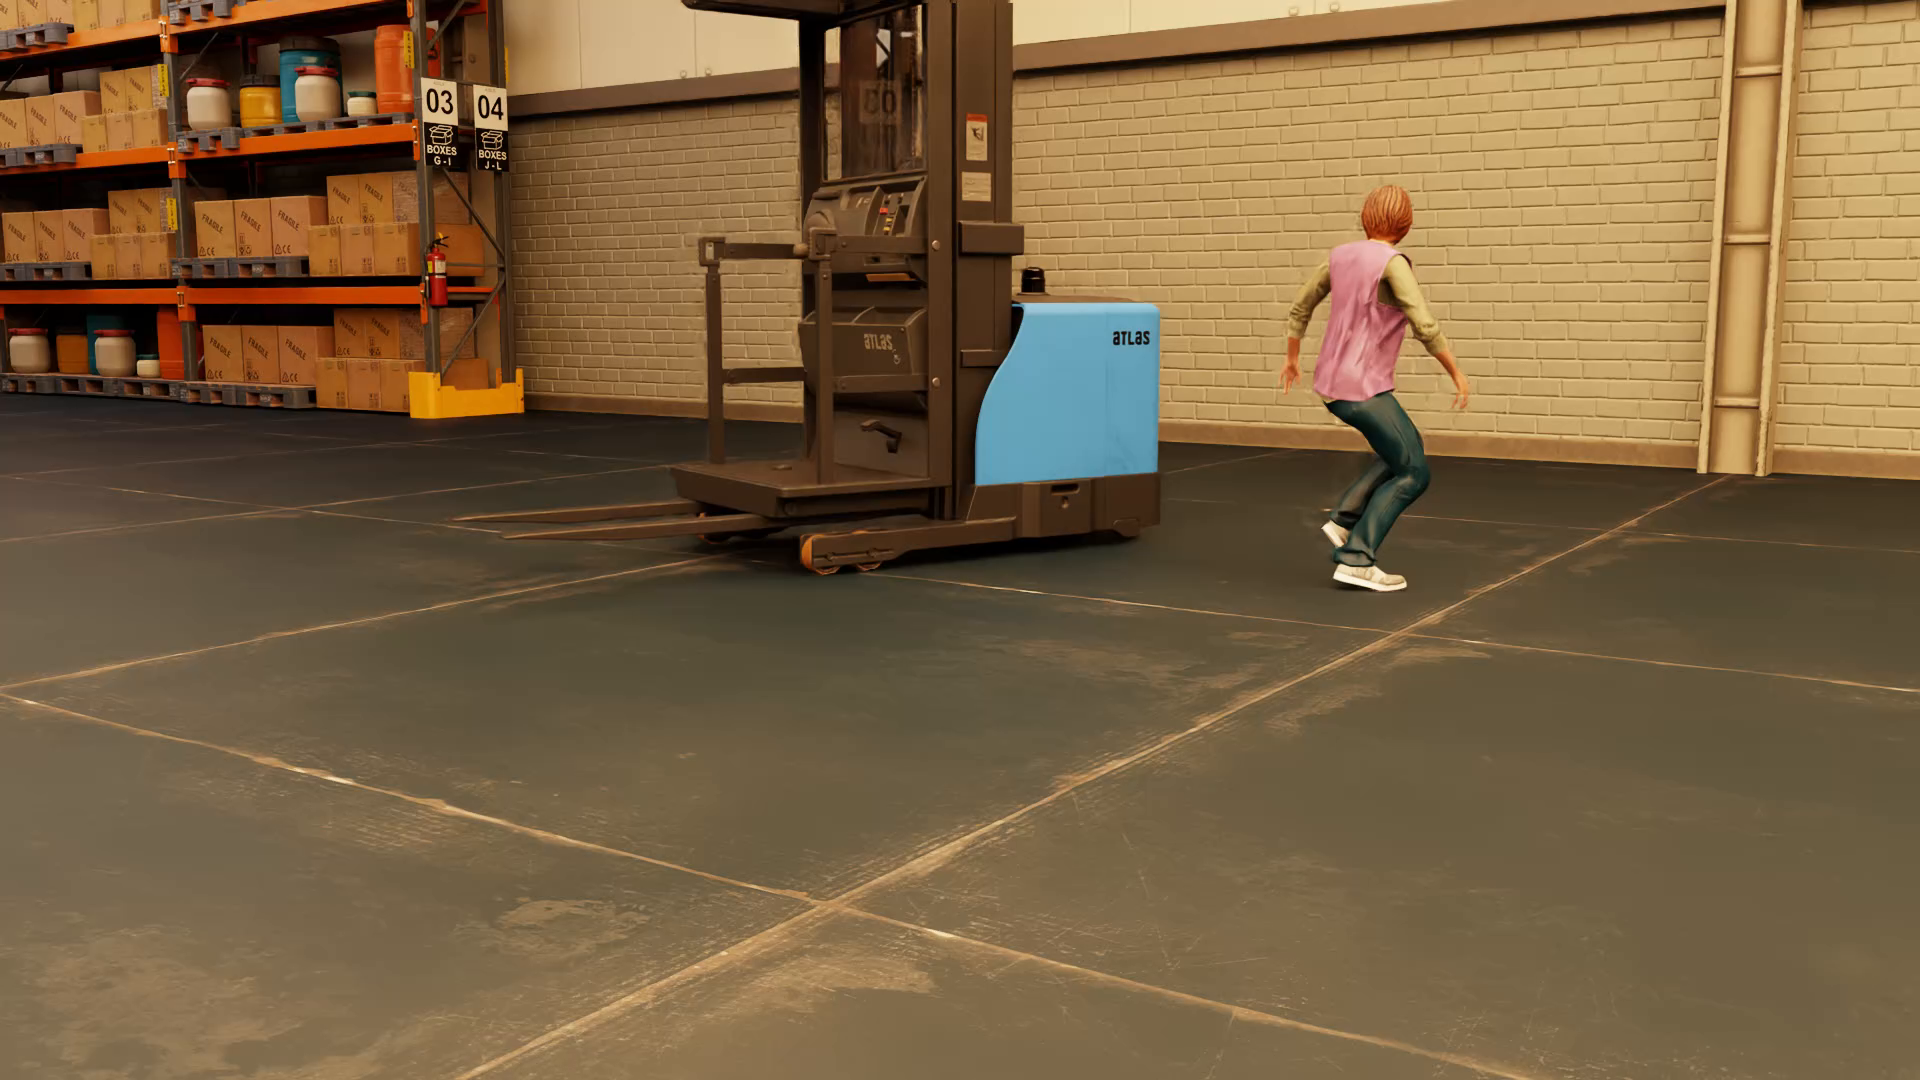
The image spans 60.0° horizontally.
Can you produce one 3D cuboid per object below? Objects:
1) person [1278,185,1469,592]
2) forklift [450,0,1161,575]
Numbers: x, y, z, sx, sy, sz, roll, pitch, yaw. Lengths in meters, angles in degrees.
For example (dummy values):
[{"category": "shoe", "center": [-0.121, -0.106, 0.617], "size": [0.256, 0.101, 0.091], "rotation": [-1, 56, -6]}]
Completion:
[{"category": "person", "center": [1.575, -0.567, 6.301], "size": [0.580, 1.501, 0.648], "rotation": [-1, 8, -7]}, {"category": "forklift", "center": [-0.590, -1.396, 7.006], "size": [3.031, 2.935, 1.130], "rotation": [-5, 10, -33]}]
